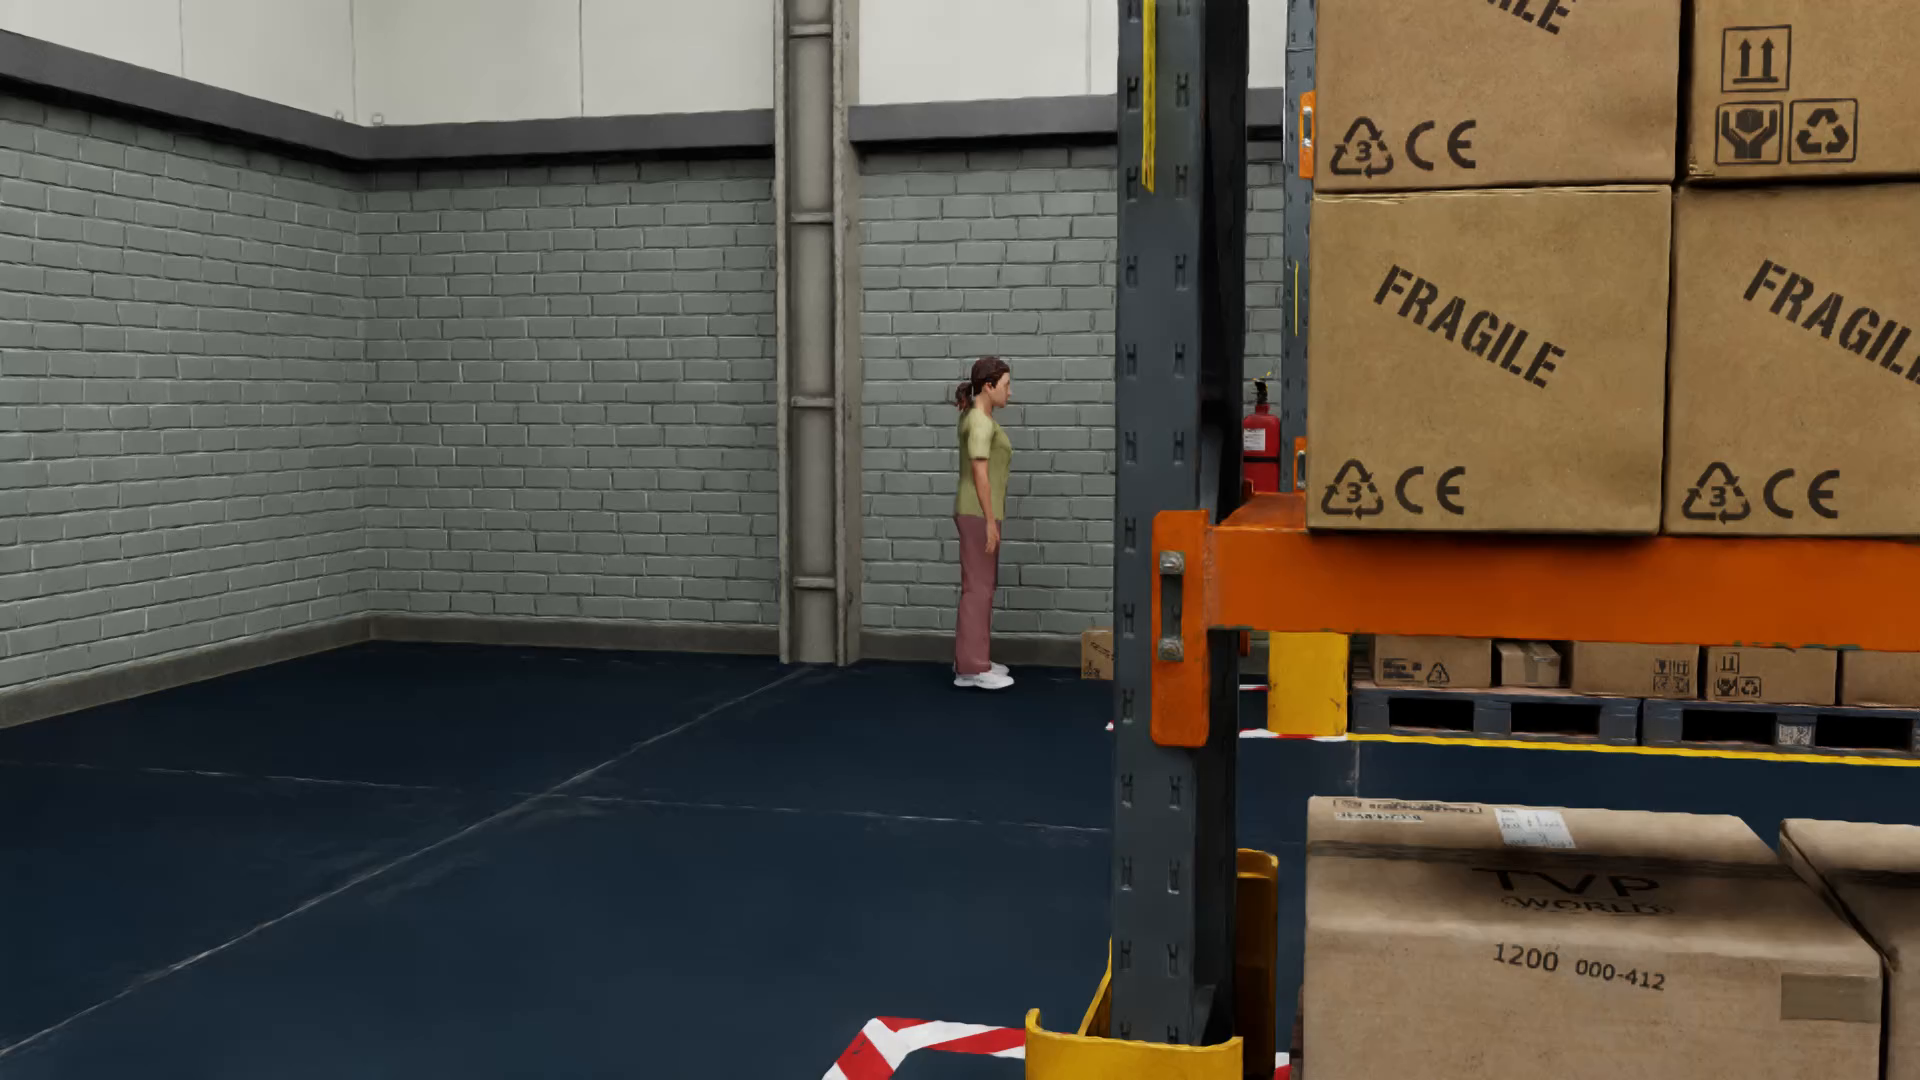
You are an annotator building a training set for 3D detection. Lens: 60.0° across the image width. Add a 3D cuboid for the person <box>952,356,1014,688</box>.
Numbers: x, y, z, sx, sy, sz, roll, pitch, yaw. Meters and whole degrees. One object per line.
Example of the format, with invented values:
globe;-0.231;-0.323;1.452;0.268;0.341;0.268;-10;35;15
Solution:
person;0.121;-0.099;8.556;0.346;1.682;0.552;-1;5;-9
